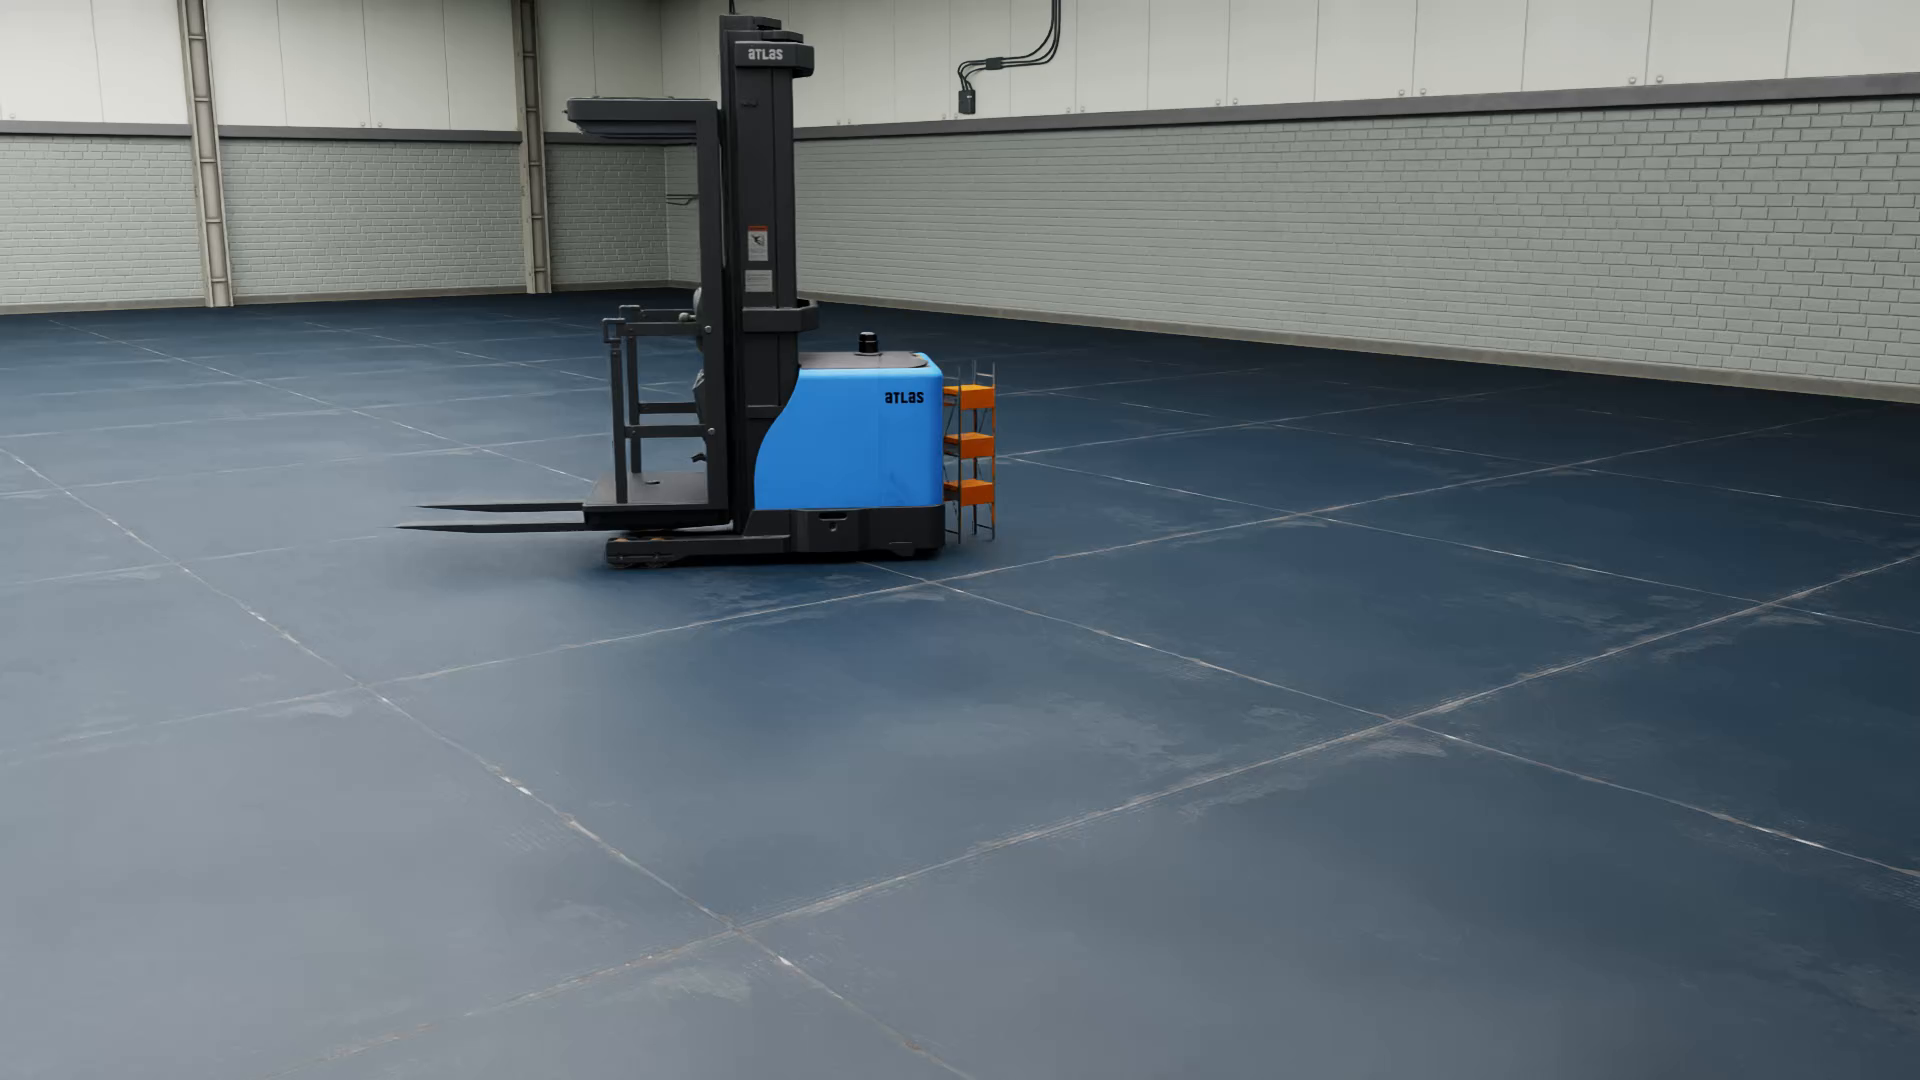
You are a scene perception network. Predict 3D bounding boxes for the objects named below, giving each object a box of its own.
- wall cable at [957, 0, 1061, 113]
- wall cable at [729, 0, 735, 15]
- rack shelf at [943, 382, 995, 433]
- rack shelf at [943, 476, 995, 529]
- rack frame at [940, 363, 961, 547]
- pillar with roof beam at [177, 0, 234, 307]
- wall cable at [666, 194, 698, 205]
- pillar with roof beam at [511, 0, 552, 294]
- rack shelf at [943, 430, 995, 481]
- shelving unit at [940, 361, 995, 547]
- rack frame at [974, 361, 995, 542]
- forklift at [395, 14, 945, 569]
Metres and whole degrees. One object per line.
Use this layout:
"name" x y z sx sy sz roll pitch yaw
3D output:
"wall cable" 0.721 -9.580 25.125 0.169 6.003 2.305 -9 15 -38
"wall cable" -3.507 -9.972 30.471 0.112 2.526 3.097 -9 15 -38
"rack shelf" 0.045 -0.774 9.661 0.240 0.259 0.215 -8 15 -34
"rack shelf" 0.045 -0.224 9.777 0.240 0.259 0.215 -8 15 -34
"rack frame" -0.055 -0.492 9.649 0.008 1.050 0.200 -8 15 -34
"pillar with roof beam" -10.320 -7.814 24.994 0.400 9.000 9.100 -9 15 -38
"wall cable" -5.197 -7.940 33.062 0.112 2.526 3.097 -9 15 -38
"pillar with roof beam" -5.635 -8.593 28.661 0.400 9.000 9.100 -9 15 -38
"rack shelf" 0.045 -0.496 9.720 0.240 0.259 0.215 -8 15 -34
"shelving unit" 0.045 -0.507 9.717 0.252 1.050 0.215 -8 15 -34
"rack frame" 0.144 -0.521 9.786 0.008 1.050 0.200 -8 15 -34
"forklift" -1.635 -1.392 9.357 3.031 2.935 1.130 -1 12 -6
